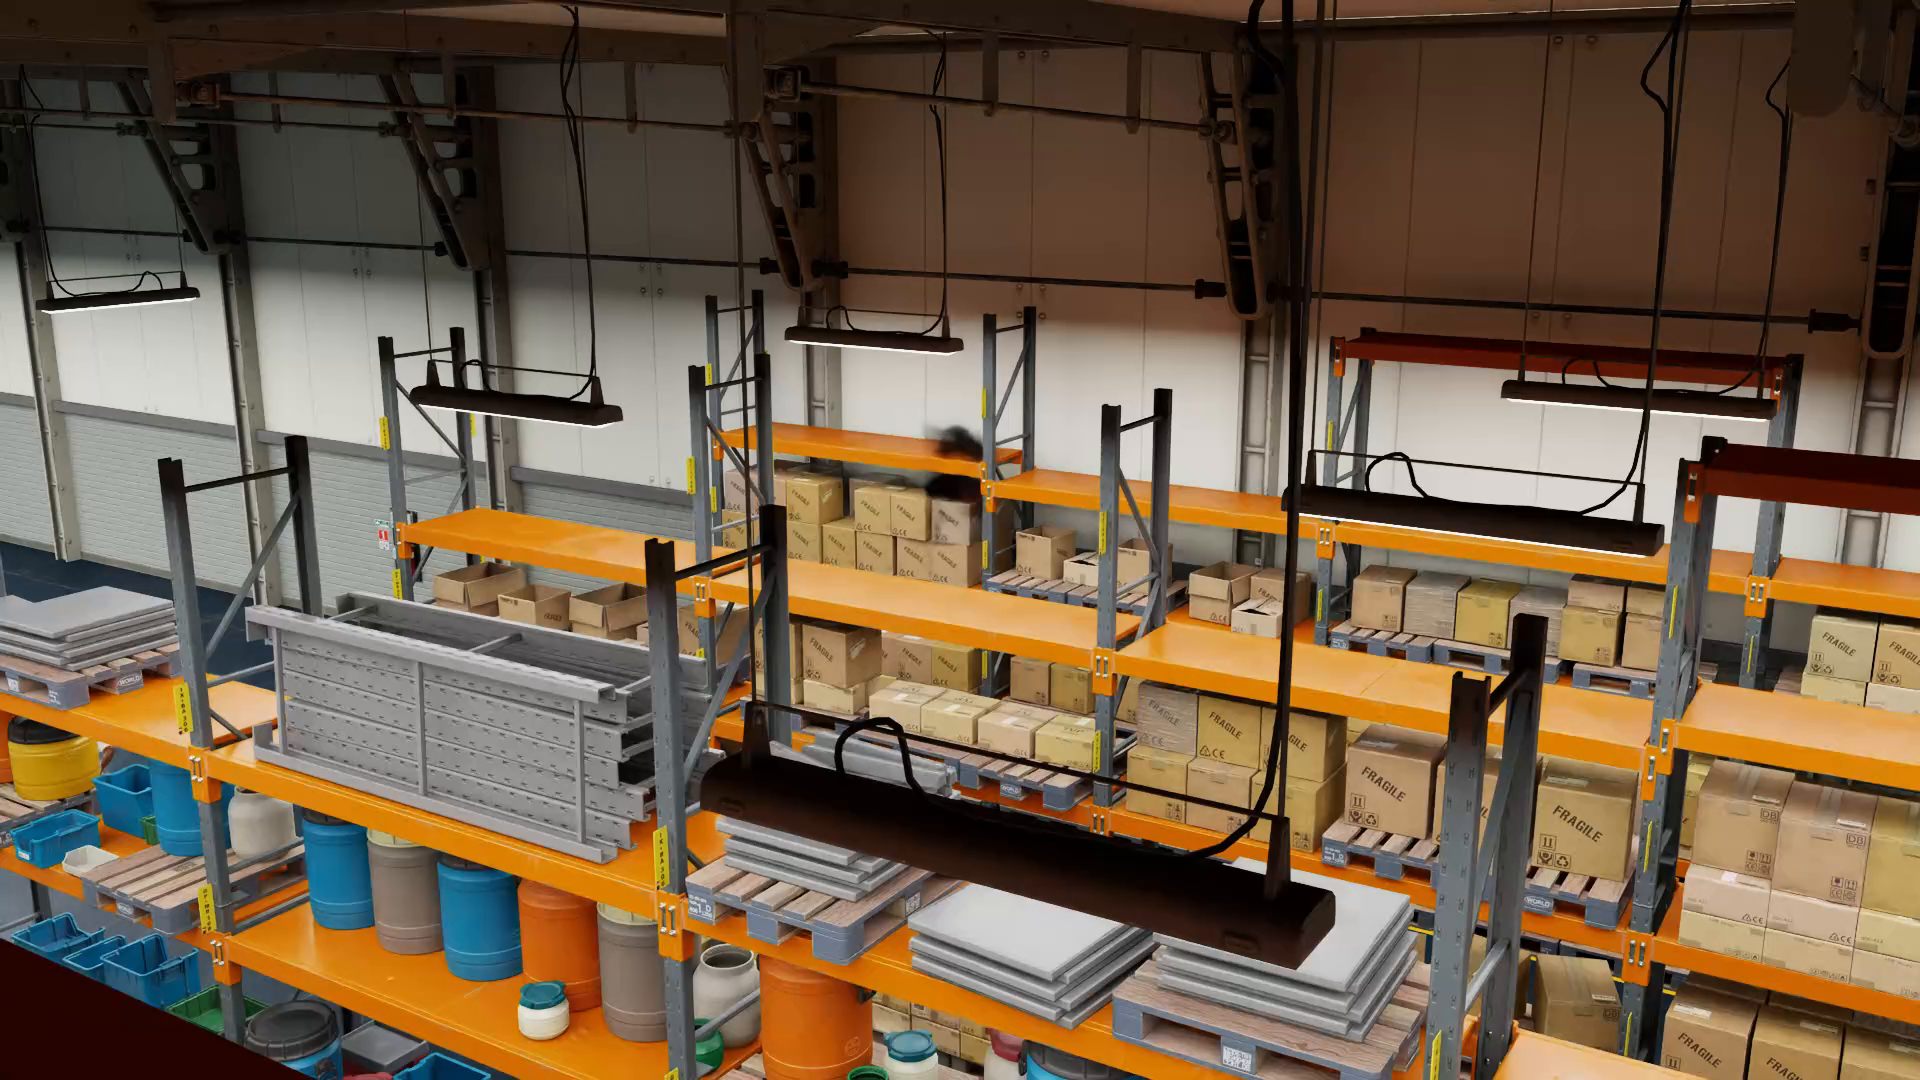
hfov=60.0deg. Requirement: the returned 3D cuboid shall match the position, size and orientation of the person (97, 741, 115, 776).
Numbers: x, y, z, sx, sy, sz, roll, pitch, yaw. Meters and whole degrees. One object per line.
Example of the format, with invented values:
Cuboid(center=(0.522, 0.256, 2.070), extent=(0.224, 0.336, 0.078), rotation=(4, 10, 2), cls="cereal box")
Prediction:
Cuboid(center=(-9.940, 2.665, 18.836), extent=(0.623, 1.725, 0.685), rotation=(-10, 17, -35), cls="person")
